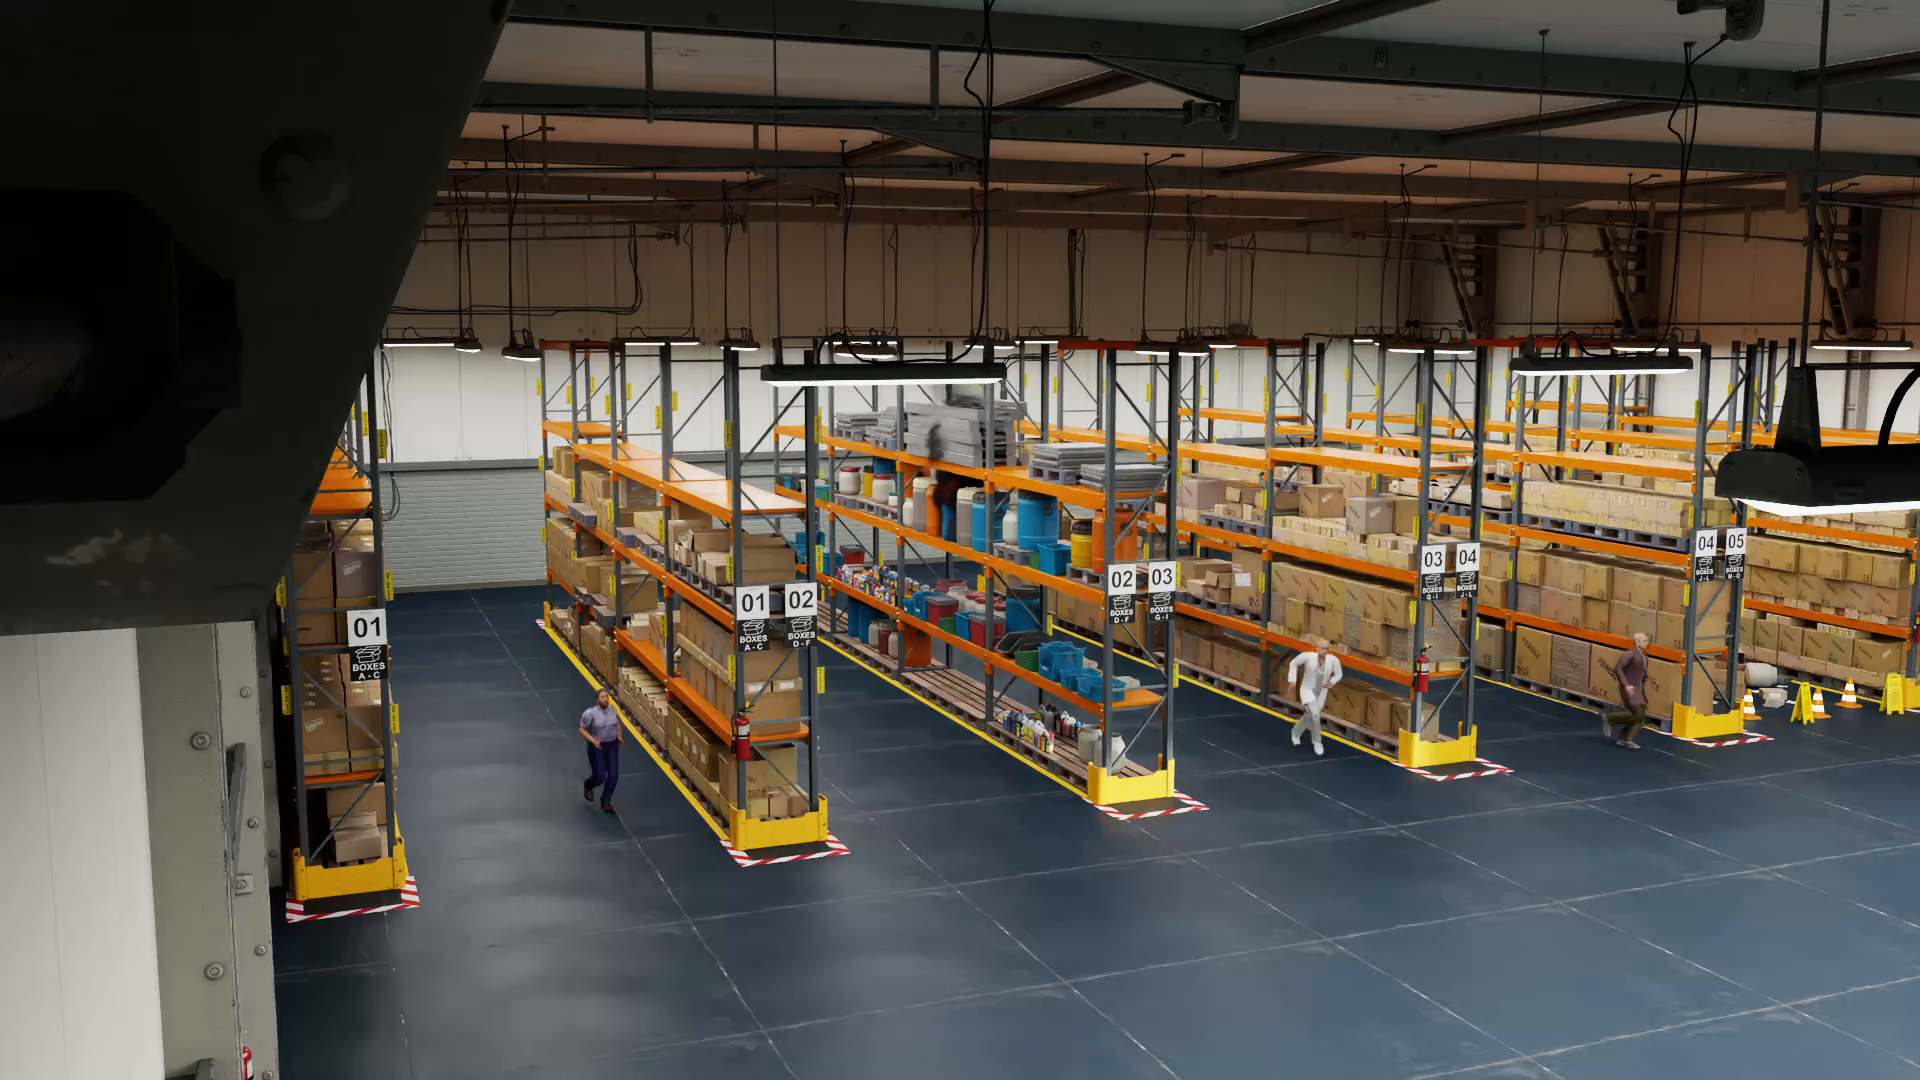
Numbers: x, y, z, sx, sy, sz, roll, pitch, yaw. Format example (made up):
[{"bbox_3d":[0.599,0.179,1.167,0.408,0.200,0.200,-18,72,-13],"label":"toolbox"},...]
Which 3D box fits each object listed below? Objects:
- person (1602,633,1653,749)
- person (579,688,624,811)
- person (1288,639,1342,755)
[{"bbox_3d":[10.120,2.248,25.037,0.585,1.719,0.696,7,10,43],"label":"person"},{"bbox_3d":[-4.675,2.723,21.731,0.595,1.601,0.561,-6,9,-38],"label":"person"},{"bbox_3d":[5.251,2.282,24.804,0.748,1.714,0.871,-2,8,-13],"label":"person"}]
